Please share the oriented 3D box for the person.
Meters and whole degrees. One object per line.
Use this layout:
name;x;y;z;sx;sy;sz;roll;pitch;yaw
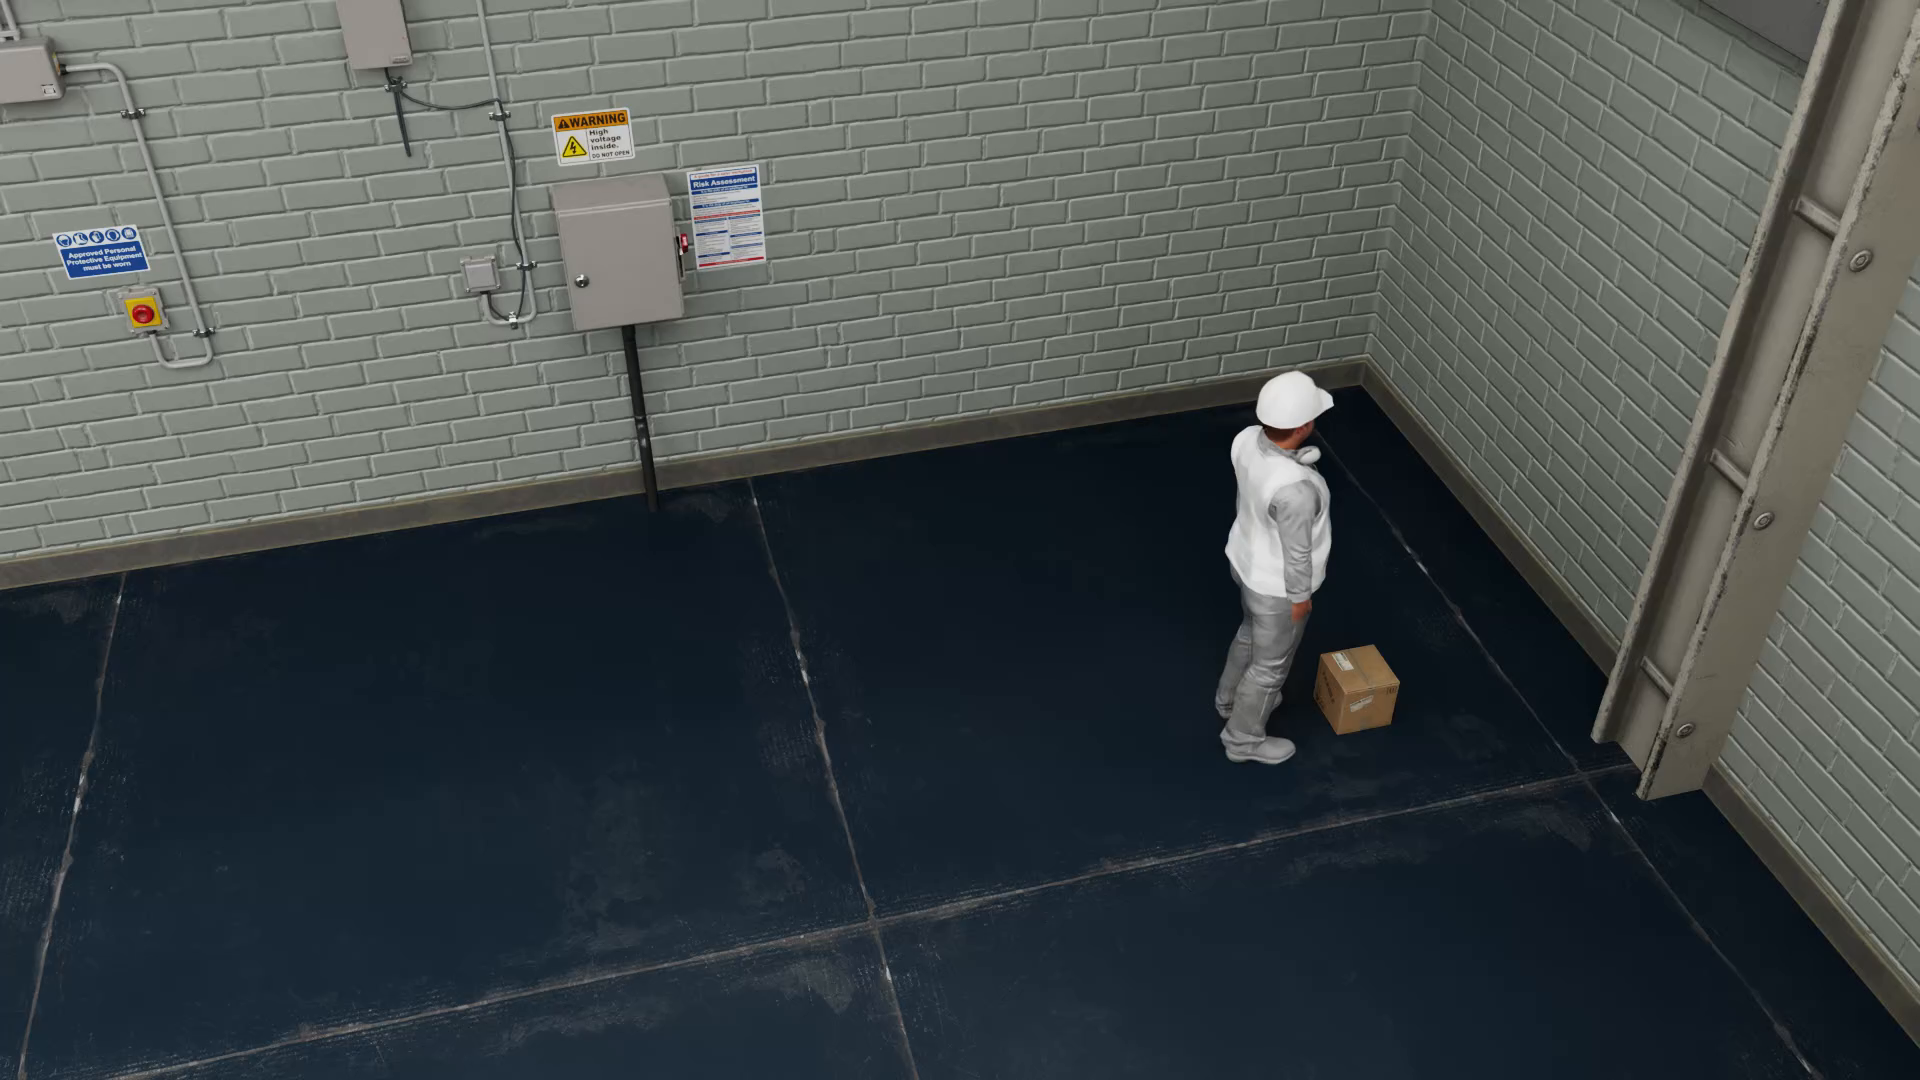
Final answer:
person;1.240;0.105;6.570;0.382;1.774;0.533;-8;39;-11
